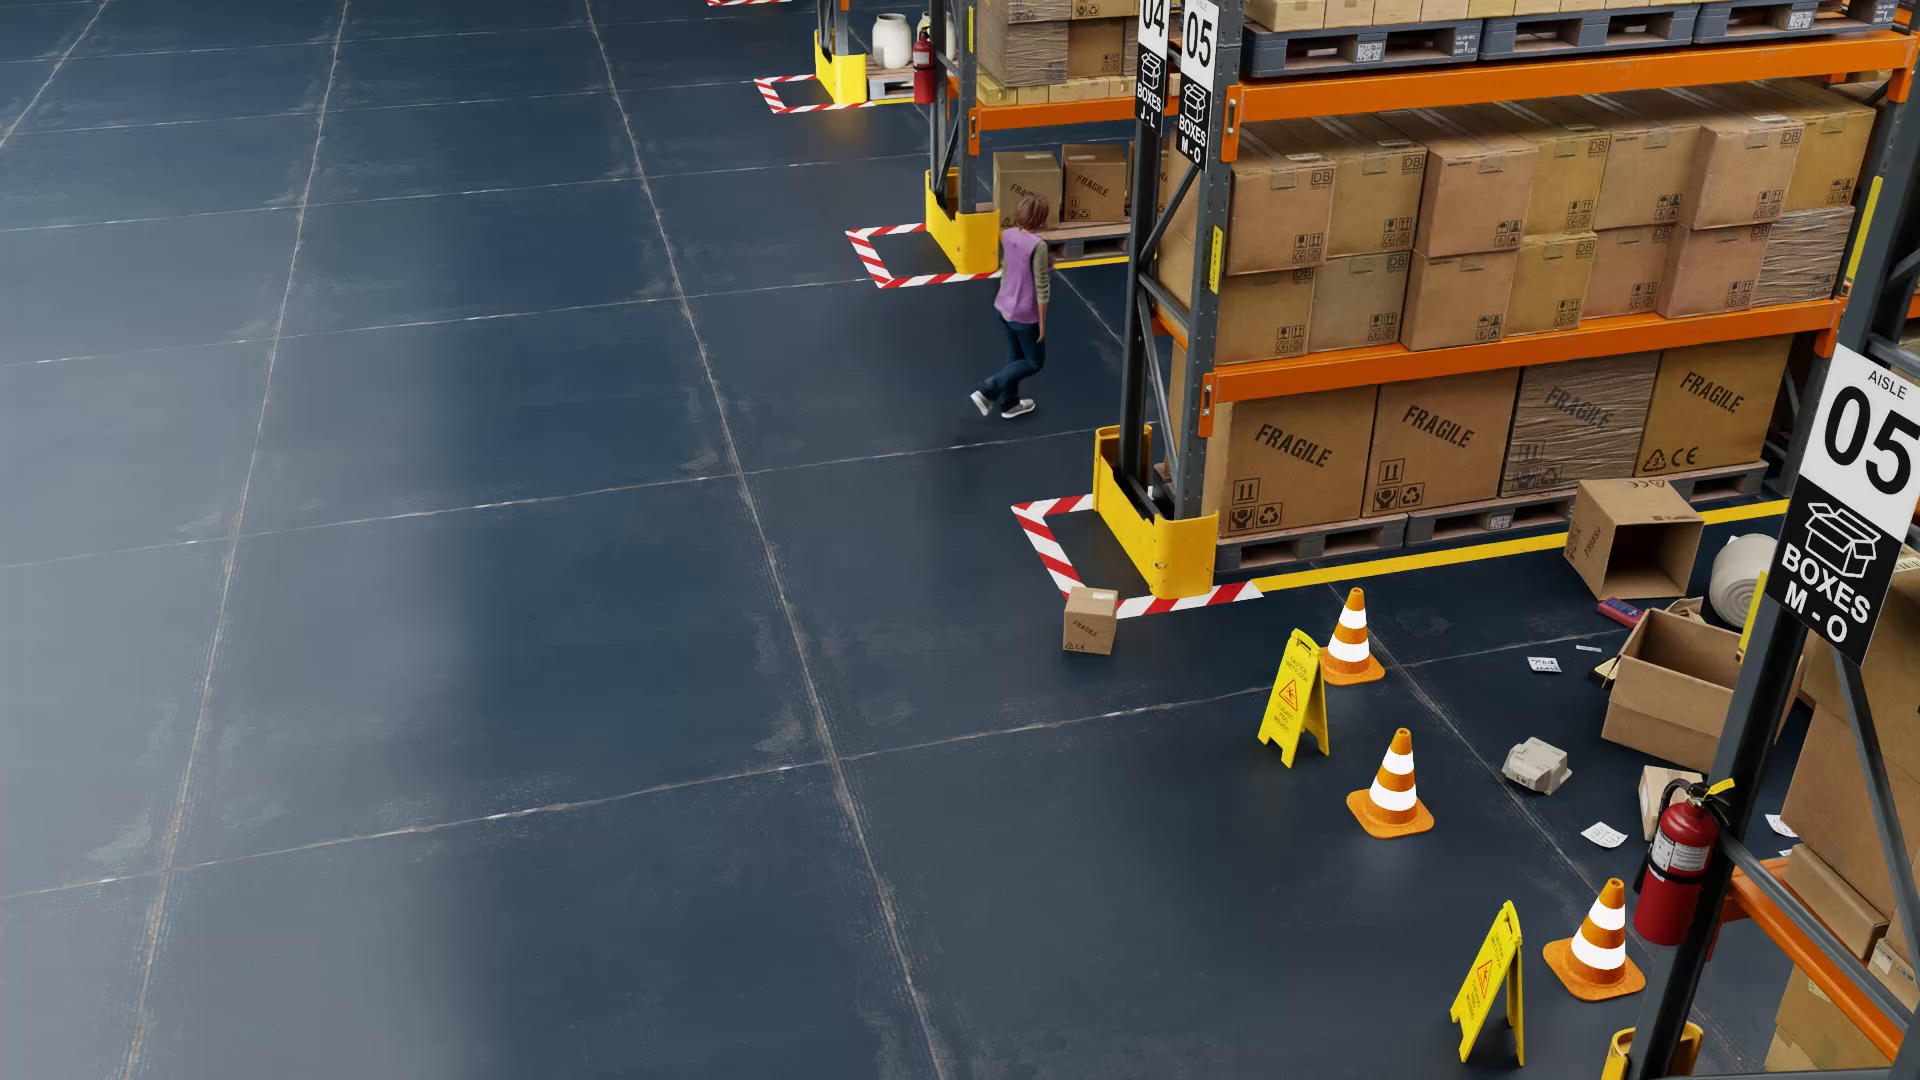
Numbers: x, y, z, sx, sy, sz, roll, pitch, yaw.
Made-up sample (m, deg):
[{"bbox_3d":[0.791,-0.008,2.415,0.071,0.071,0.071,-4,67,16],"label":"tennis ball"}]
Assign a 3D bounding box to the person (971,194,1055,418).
[{"bbox_3d":[0.325,-1.431,10.634,0.608,1.574,0.489,-18,35,-28],"label":"person"}]
